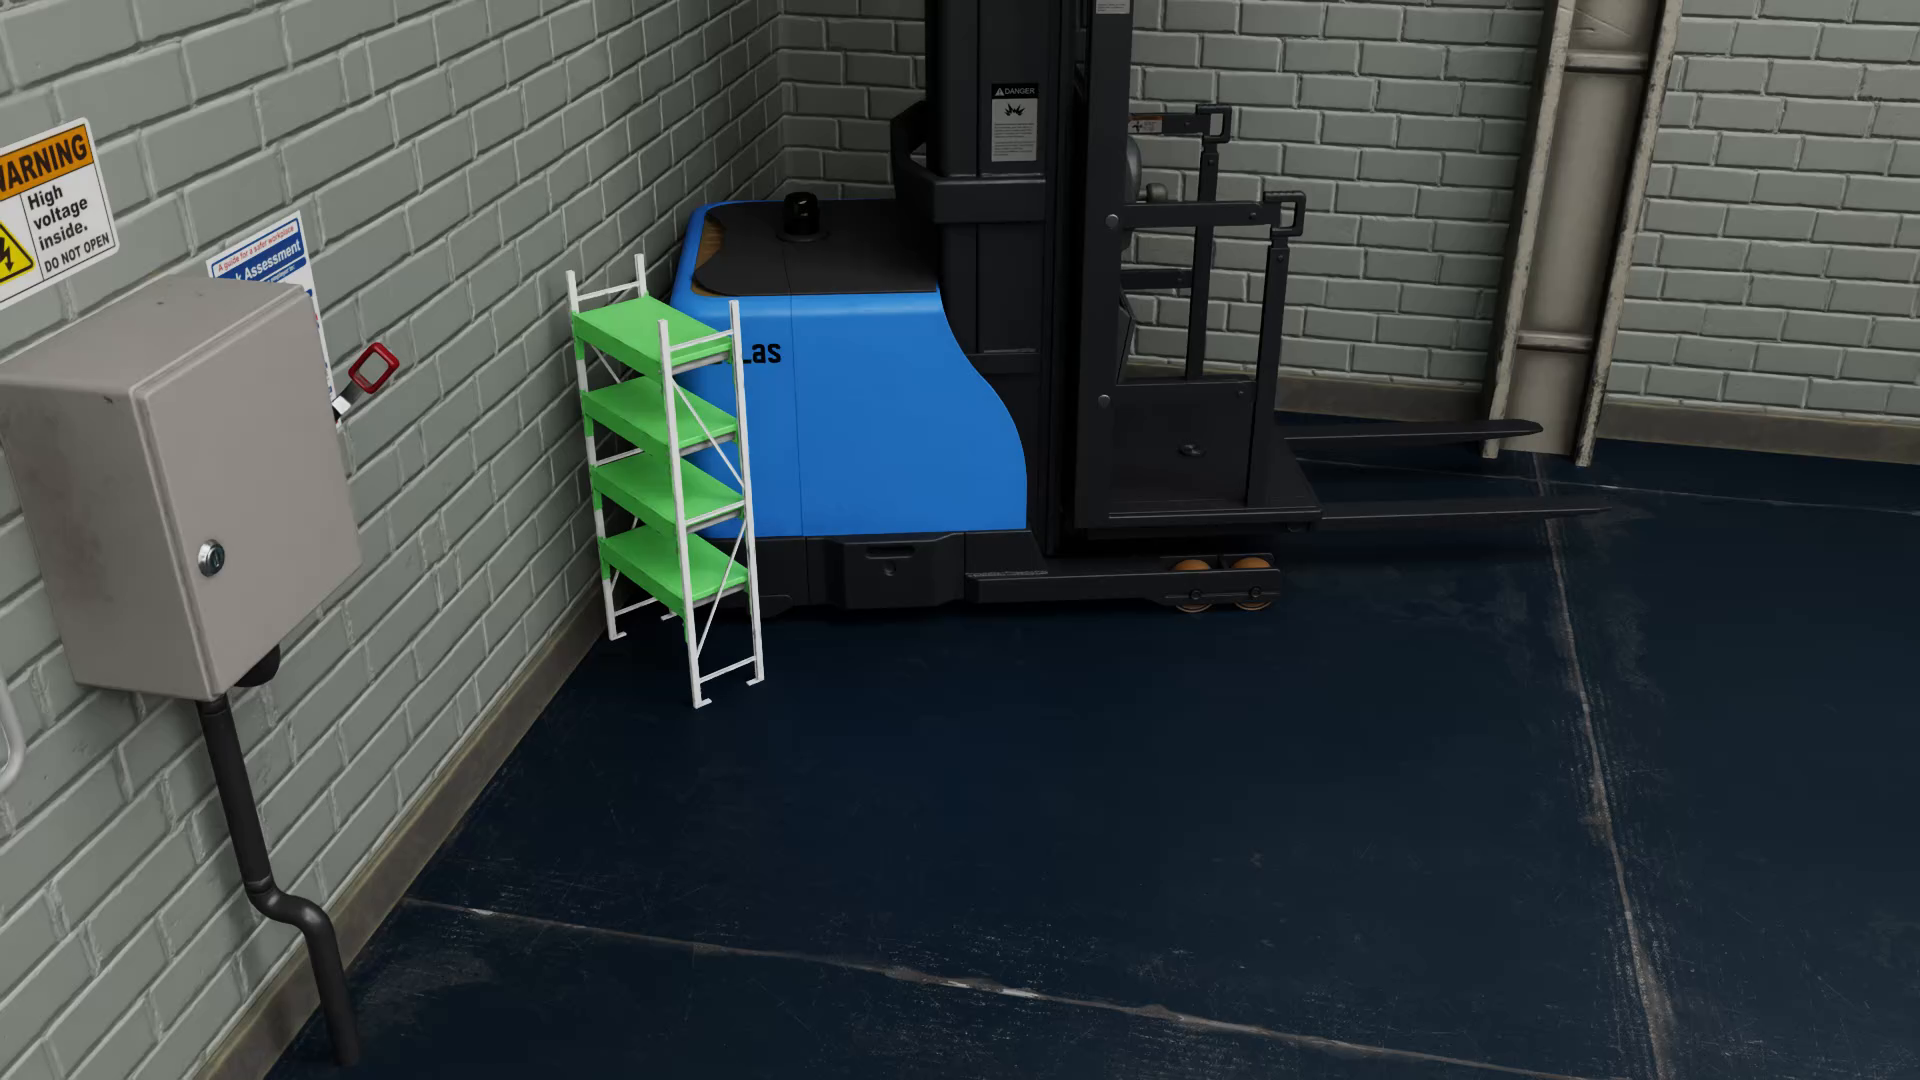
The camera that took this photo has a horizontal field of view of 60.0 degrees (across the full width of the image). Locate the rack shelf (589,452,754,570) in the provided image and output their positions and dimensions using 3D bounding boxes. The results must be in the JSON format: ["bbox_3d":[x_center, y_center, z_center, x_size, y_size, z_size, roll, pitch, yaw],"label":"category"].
[{"bbox_3d":[-0.841,-0.107,4.829,0.258,0.148,0.480,-22,36,-34],"label":"rack shelf"}]

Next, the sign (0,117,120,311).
[{"bbox_3d":[-1.528,-0.542,2.756,0.001,0.242,0.339,6,29,11],"label":"sign"}]

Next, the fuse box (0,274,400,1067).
[{"bbox_3d":[-1.314,0.380,3.273,0.414,1.711,0.539,6,29,11],"label":"fuse box"}]

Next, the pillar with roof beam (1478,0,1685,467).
[{"bbox_3d":[1.310,-2.293,0.568,0.400,9.000,9.100,6,29,11],"label":"pillar with roof beam"}]

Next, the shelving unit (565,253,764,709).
[{"bbox_3d":[-0.841,-0.163,4.798,0.258,1.200,0.503,-22,36,-34],"label":"shelving unit"}]

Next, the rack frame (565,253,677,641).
[{"bbox_3d":[-0.999,-0.252,4.961,0.240,1.200,0.015,-22,36,-34],"label":"rack frame"}]

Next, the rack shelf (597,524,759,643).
[{"bbox_3d":[-0.841,0.104,4.944,0.258,0.148,0.480,-22,36,-34],"label":"rack shelf"}]

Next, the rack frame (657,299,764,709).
[{"bbox_3d":[-0.684,-0.073,4.635,0.240,1.200,0.015,-22,36,-34],"label":"rack frame"}]

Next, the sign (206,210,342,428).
[{"bbox_3d":[-1.413,-0.396,3.448,0.001,0.494,0.329,6,29,11],"label":"sign"}]

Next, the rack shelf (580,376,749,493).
[{"bbox_3d":[-0.841,-0.317,4.713,0.258,0.148,0.480,-22,36,-34],"label":"rack shelf"}]

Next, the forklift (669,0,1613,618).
[{"bbox_3d":[0.622,-1.306,5.084,3.031,2.935,1.130,-2,29,-4],"label":"forklift"}]

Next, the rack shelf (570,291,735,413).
[{"bbox_3d":[-0.841,-0.528,4.598,0.258,0.148,0.480,-22,36,-34],"label":"rack shelf"}]

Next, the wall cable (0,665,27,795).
[{"bbox_3d":[-1.610,-0.326,2.163,0.122,1.984,0.588,6,29,11],"label":"wall cable"}]
